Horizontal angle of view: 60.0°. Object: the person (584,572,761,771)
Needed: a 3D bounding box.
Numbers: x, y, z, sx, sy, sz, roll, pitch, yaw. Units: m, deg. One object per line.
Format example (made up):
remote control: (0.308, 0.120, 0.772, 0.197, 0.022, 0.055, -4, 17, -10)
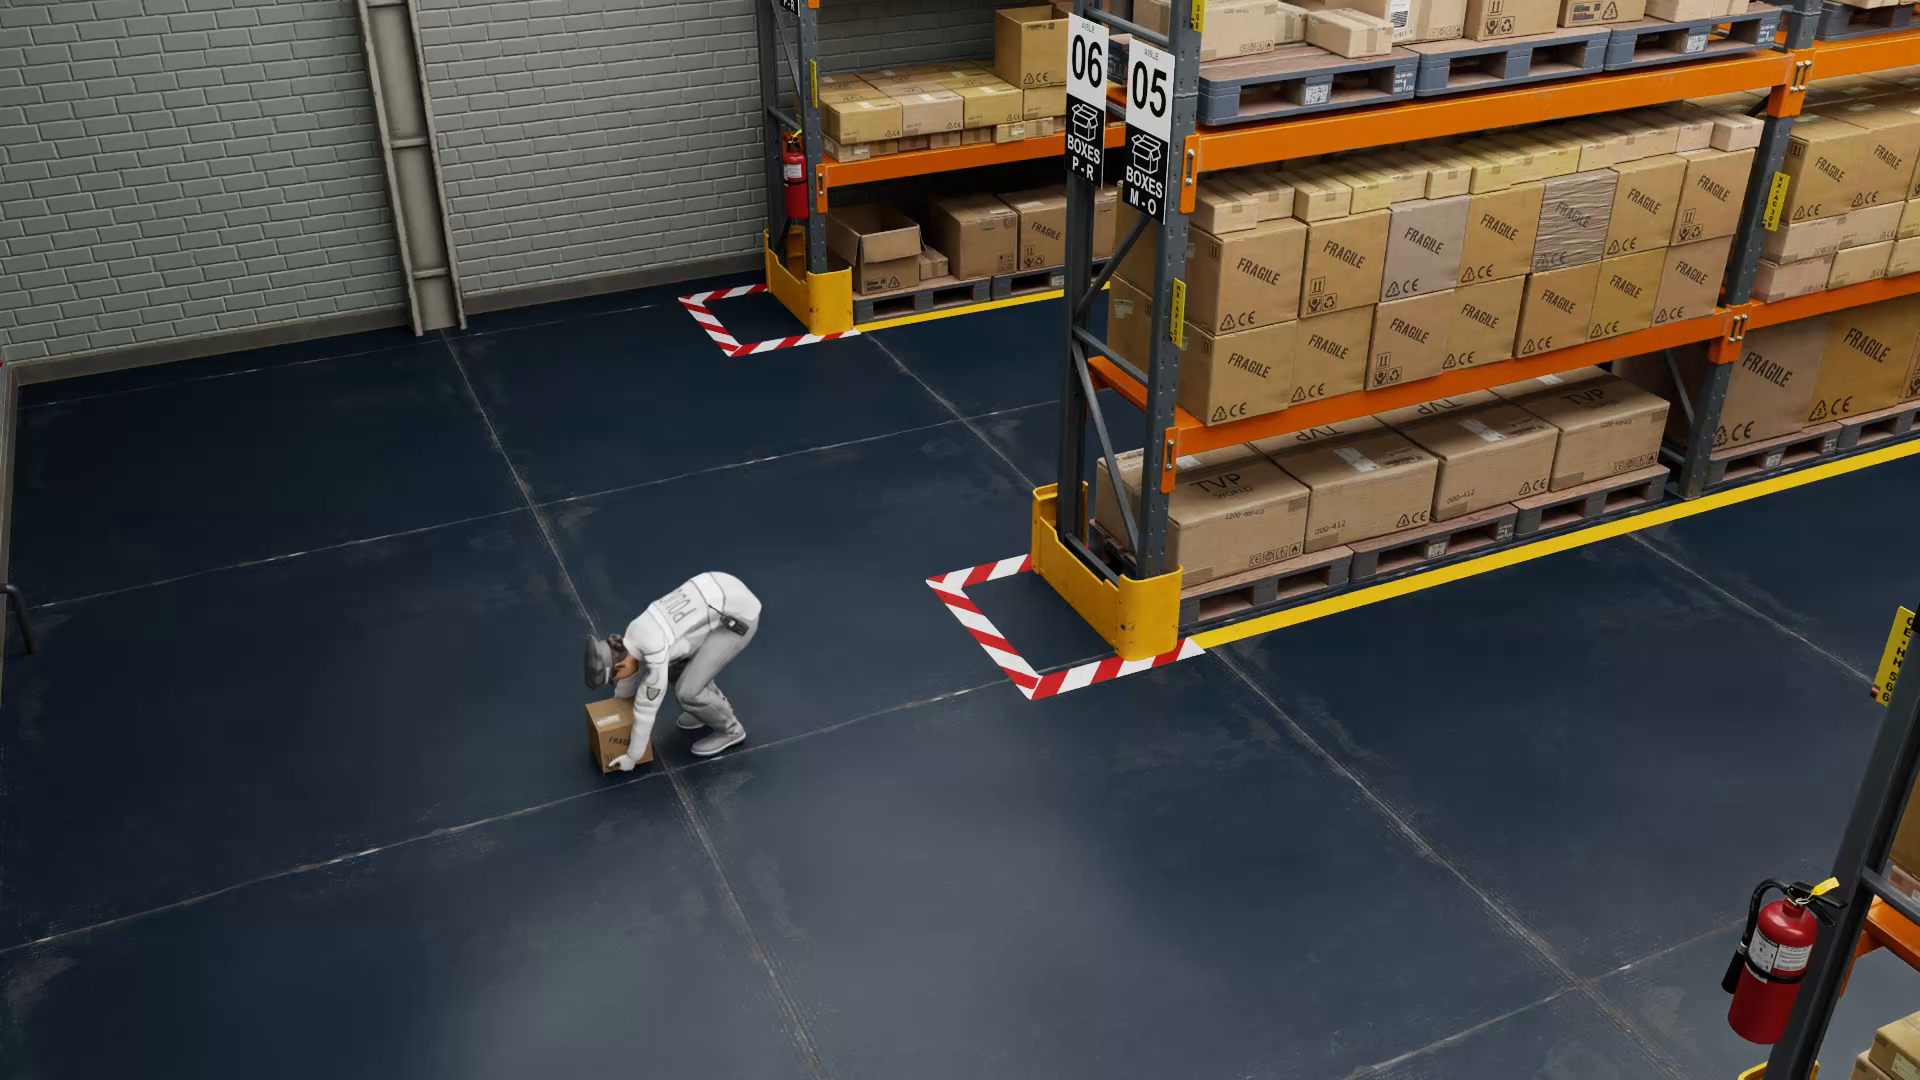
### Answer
person: (-1.392, 0.640, 8.131, 0.883, 0.862, 0.466, -15, 33, -24)
